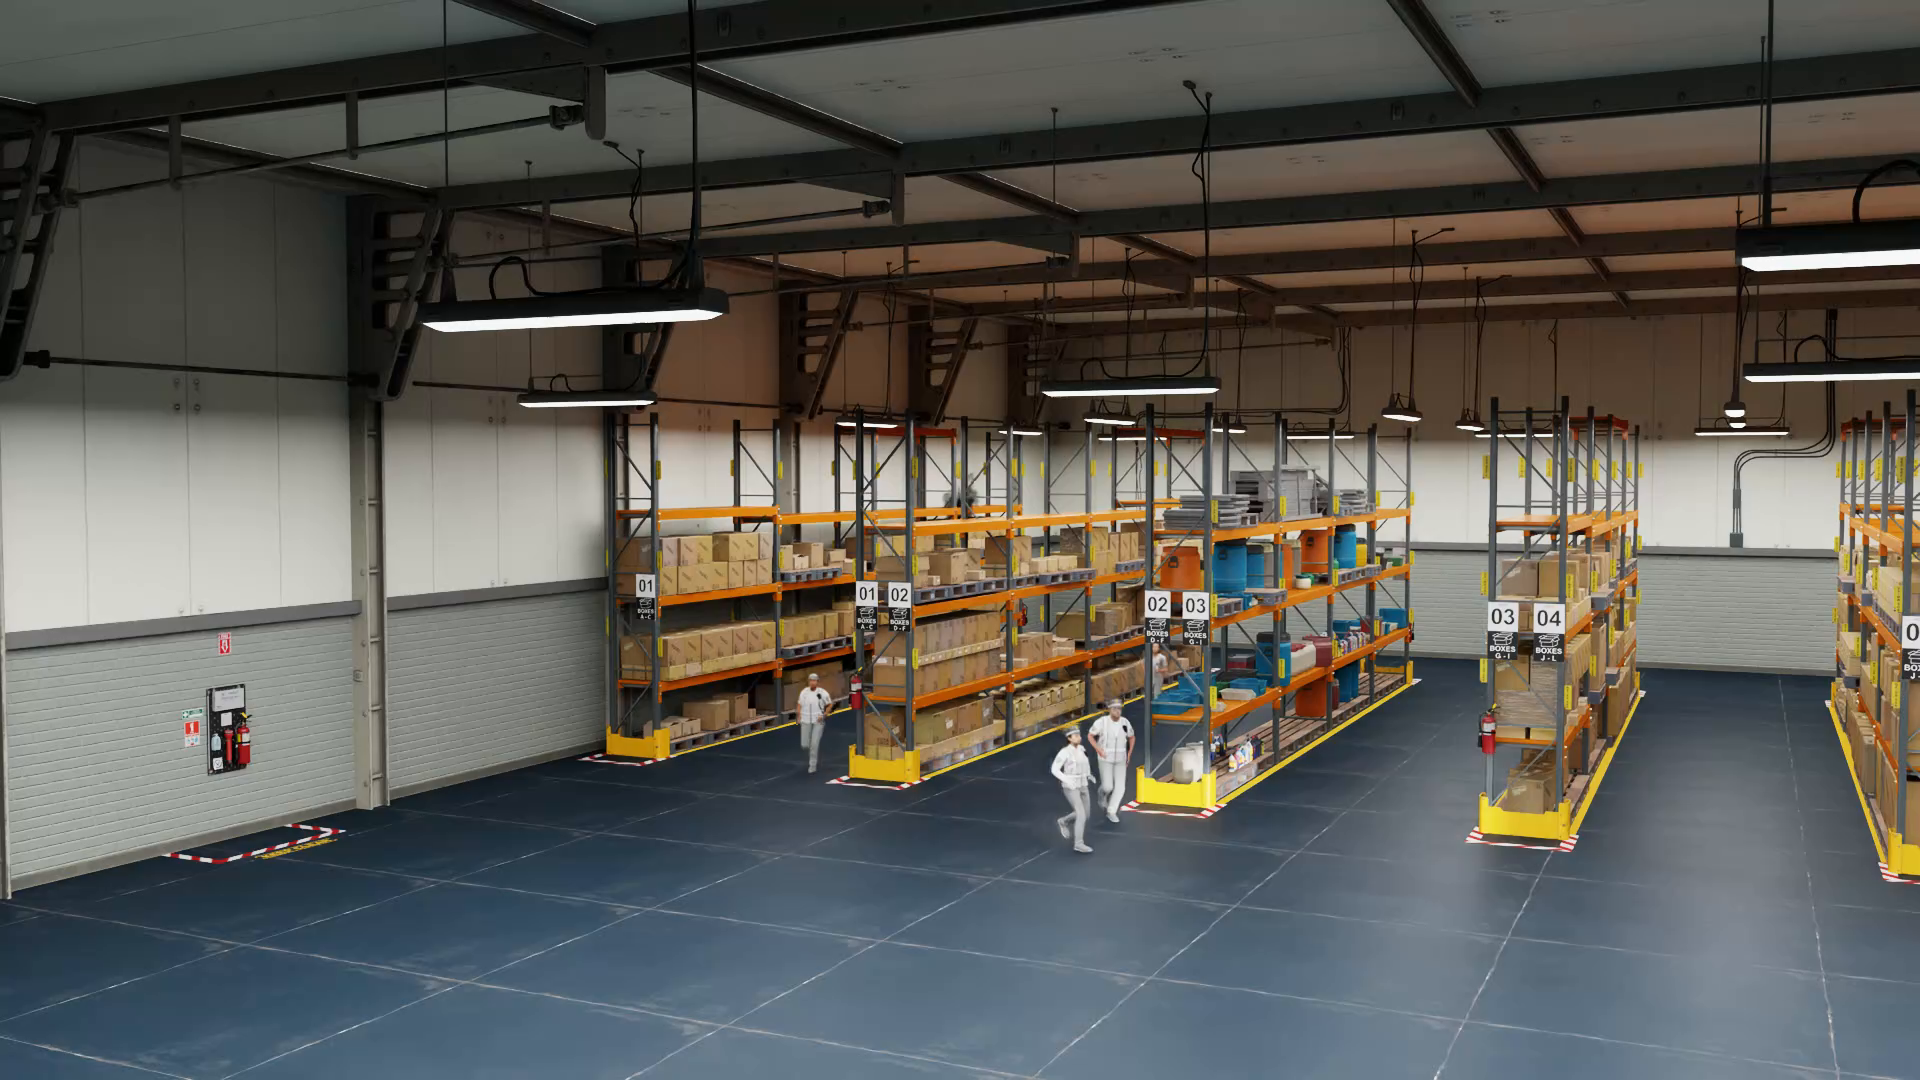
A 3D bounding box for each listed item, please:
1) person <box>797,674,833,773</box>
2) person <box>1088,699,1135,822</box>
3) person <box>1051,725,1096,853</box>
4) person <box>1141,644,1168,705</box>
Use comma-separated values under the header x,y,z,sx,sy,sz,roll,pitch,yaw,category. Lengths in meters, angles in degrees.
x,y,z,sx,sy,sz,roll,pitch,yaw,category
-2.433,3.038,27.774,0.618,1.628,0.595,0,2,7,person
2.191,3.141,23.925,0.703,1.759,0.572,0,2,-10,person
1.485,3.249,21.909,0.620,1.652,0.687,-2,3,-41,person
3.783,2.809,32.457,0.541,1.703,0.720,1,2,13,person
